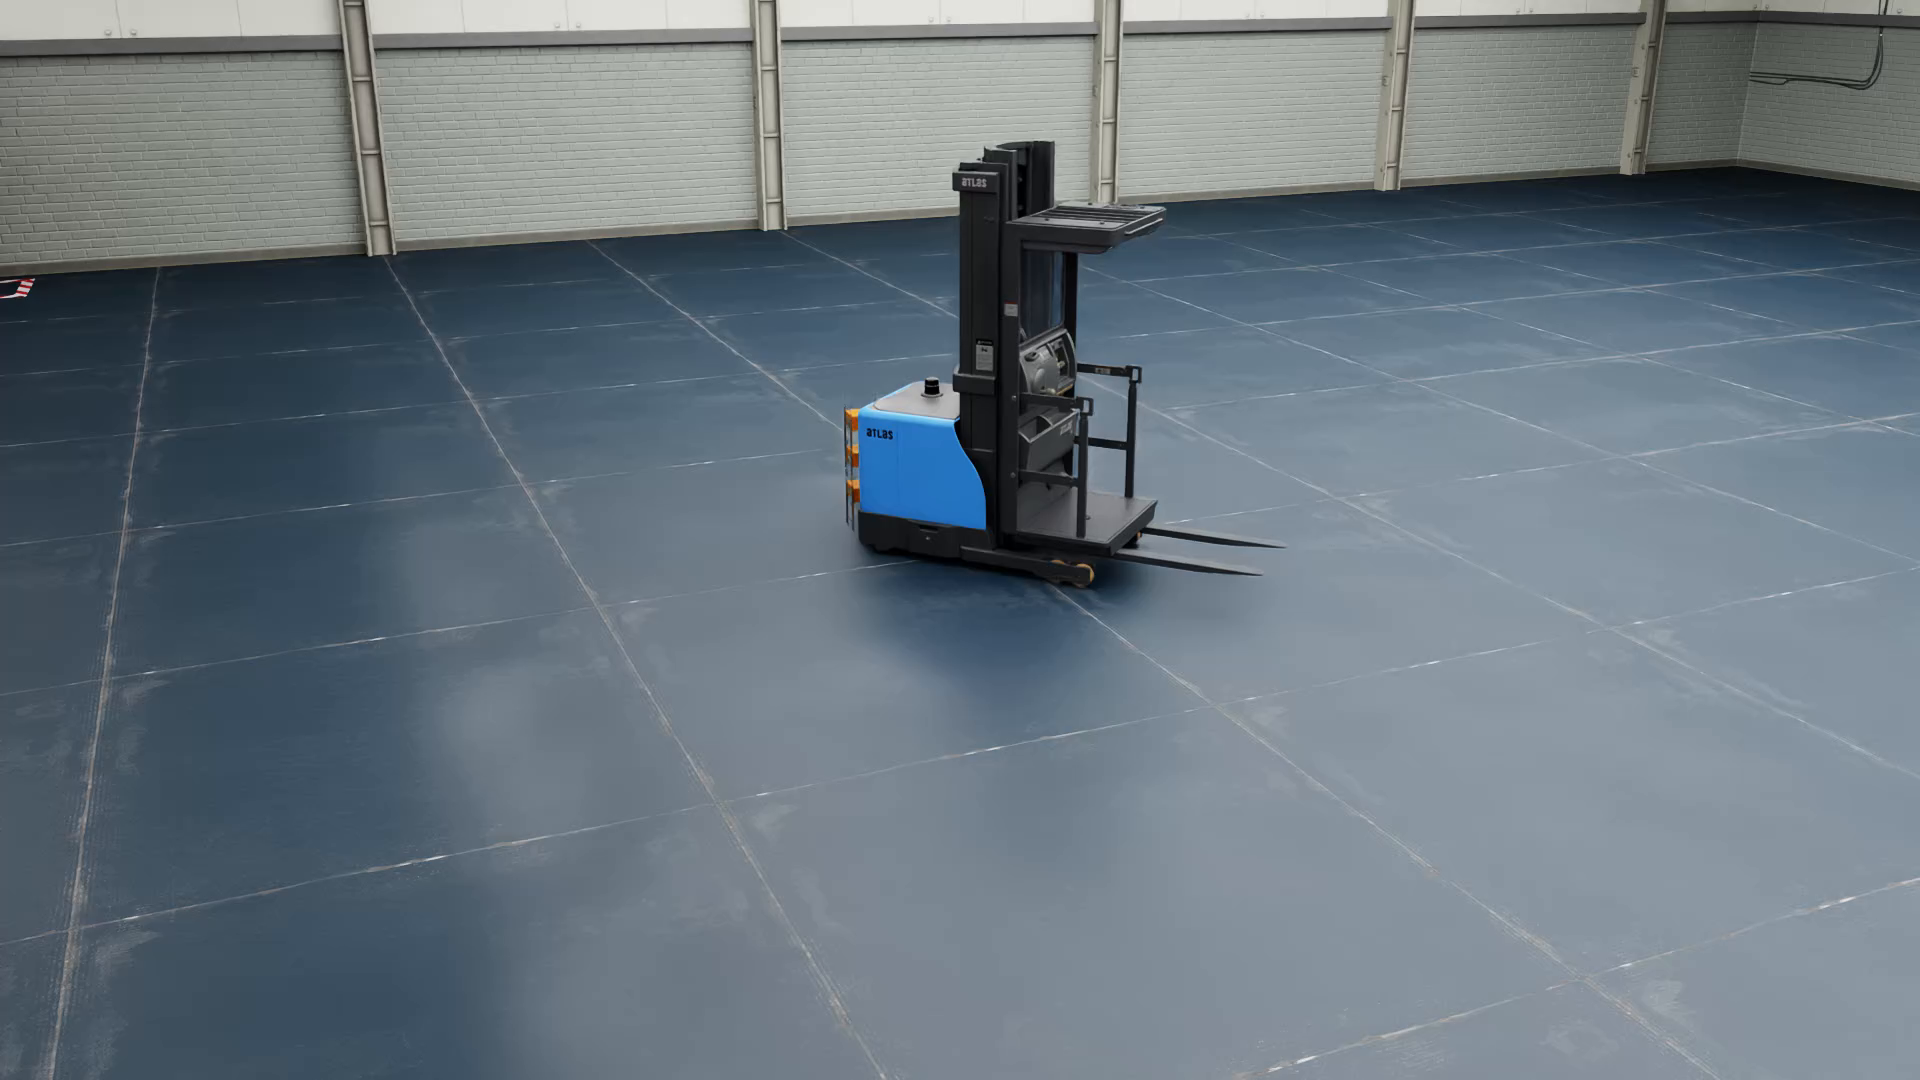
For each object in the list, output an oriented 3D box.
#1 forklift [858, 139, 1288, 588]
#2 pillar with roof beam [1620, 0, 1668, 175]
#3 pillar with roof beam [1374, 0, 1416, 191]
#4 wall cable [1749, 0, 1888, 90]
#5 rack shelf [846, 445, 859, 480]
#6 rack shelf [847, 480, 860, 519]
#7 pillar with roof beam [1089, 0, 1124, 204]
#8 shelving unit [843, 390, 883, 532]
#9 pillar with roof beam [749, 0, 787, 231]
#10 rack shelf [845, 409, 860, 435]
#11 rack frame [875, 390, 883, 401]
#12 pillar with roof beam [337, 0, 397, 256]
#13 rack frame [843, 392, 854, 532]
[{"bbox_3d":[0.805,-1.251,11.662,3.031,2.935,1.130,9,21,24],"label":"forklift"},{"bbox_3d":[15.221,-10.307,28.244,0.400,9.000,9.100,-8,21,-22],"label":"pillar with roof beam"},{"bbox_3d":[9.712,-9.517,26.002,0.400,9.000,9.100,-8,21,-22],"label":"pillar with roof beam"},{"bbox_3d":[16.745,-10.139,32.444,0.112,2.526,3.097,-8,21,-22],"label":"wall cable"},{"bbox_3d":[-0.728,-0.590,12.649,0.240,0.259,0.215,-6,20,-17],"label":"rack shelf"},{"bbox_3d":[-0.728,-0.328,12.741,0.240,0.259,0.215,-6,20,-17],"label":"rack shelf"},{"bbox_3d":[4.203,-8.728,23.761,0.400,9.000,9.100,-8,21,-22],"label":"pillar with roof beam"},{"bbox_3d":[-0.728,-0.600,12.645,0.252,1.050,0.215,-6,20,-17],"label":"shelving unit"},{"bbox_3d":[-1.306,-7.939,21.519,0.400,9.000,9.100,-8,21,-22],"label":"pillar with roof beam"},{"bbox_3d":[-0.728,-0.858,12.554,0.240,0.259,0.215,-6,20,-17],"label":"rack shelf"},{"bbox_3d":[-0.612,-0.612,12.680,0.008,1.050,0.200,-6,20,-17],"label":"rack frame"},{"bbox_3d":[-6.815,-7.149,19.277,0.400,9.000,9.100,-8,21,-22],"label":"pillar with roof beam"},{"bbox_3d":[-0.844,-0.588,12.610,0.008,1.050,0.200,-6,20,-17],"label":"rack frame"}]
